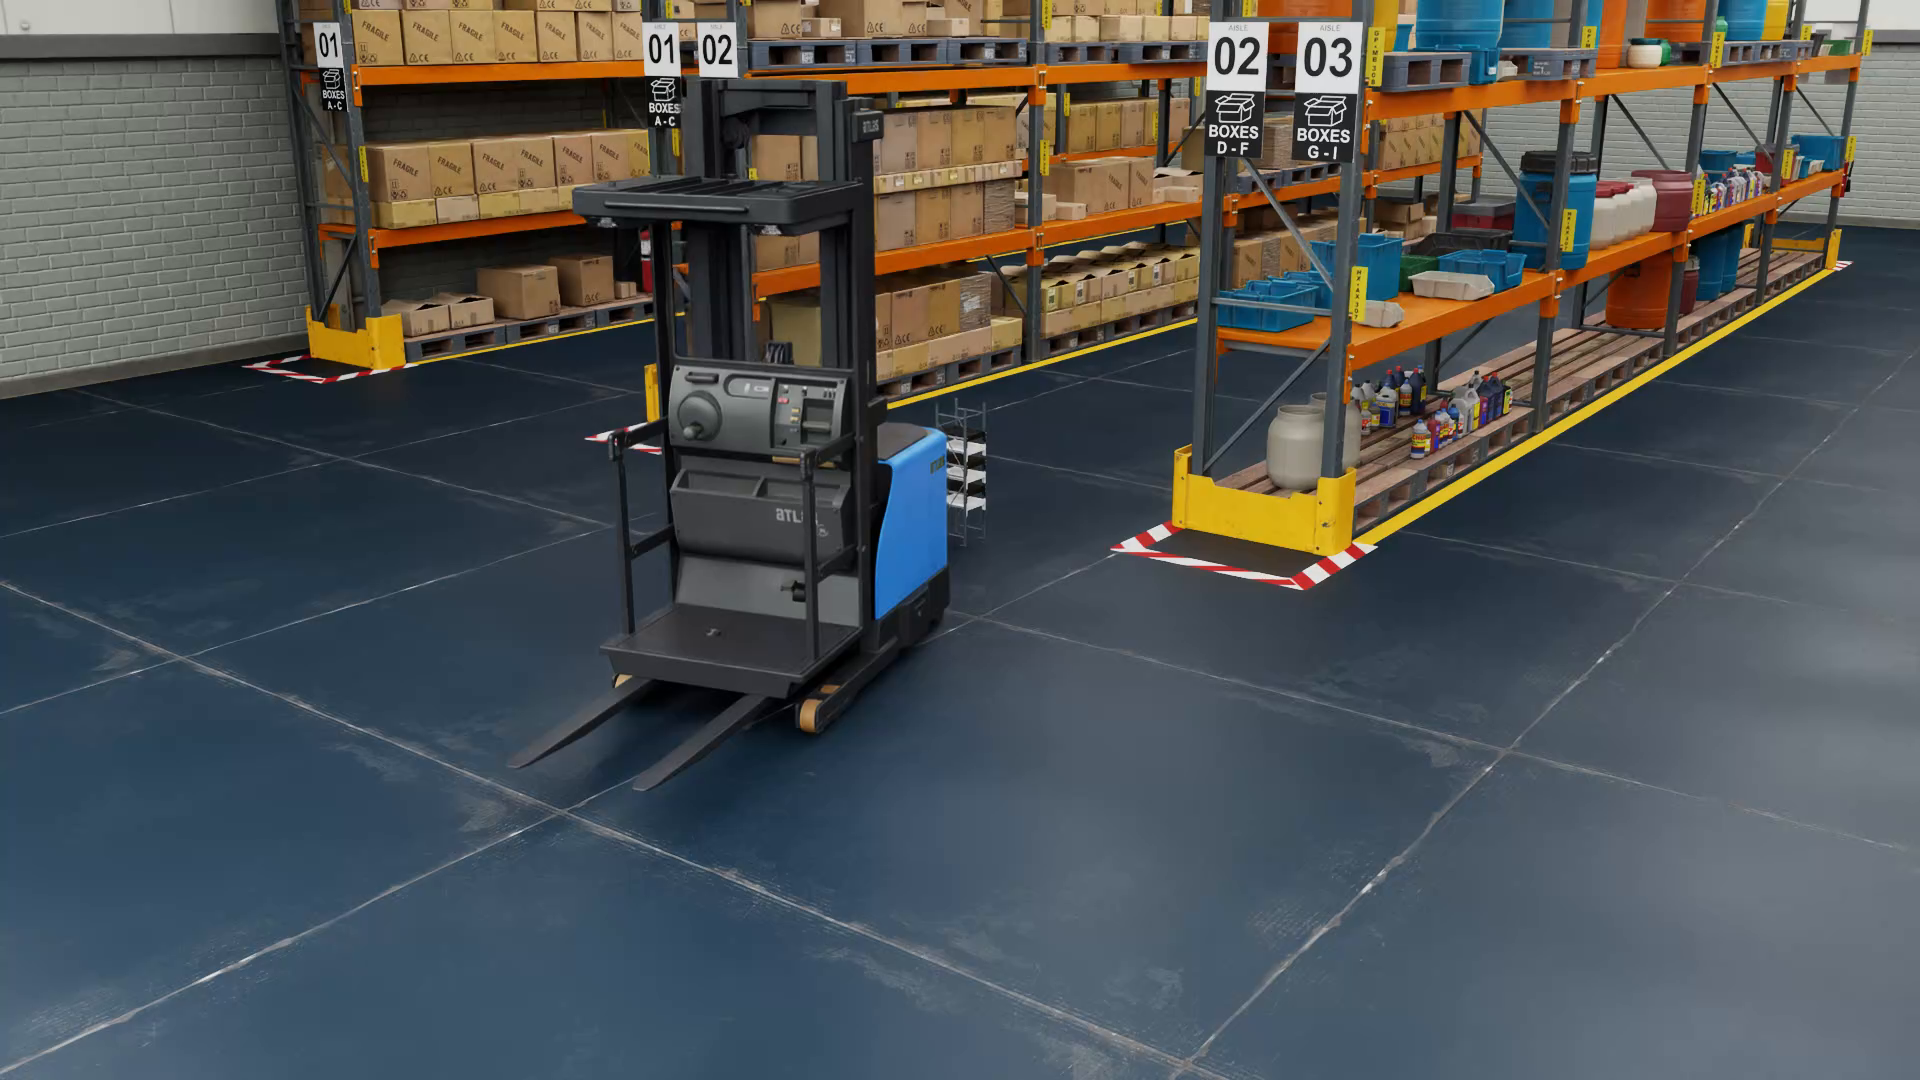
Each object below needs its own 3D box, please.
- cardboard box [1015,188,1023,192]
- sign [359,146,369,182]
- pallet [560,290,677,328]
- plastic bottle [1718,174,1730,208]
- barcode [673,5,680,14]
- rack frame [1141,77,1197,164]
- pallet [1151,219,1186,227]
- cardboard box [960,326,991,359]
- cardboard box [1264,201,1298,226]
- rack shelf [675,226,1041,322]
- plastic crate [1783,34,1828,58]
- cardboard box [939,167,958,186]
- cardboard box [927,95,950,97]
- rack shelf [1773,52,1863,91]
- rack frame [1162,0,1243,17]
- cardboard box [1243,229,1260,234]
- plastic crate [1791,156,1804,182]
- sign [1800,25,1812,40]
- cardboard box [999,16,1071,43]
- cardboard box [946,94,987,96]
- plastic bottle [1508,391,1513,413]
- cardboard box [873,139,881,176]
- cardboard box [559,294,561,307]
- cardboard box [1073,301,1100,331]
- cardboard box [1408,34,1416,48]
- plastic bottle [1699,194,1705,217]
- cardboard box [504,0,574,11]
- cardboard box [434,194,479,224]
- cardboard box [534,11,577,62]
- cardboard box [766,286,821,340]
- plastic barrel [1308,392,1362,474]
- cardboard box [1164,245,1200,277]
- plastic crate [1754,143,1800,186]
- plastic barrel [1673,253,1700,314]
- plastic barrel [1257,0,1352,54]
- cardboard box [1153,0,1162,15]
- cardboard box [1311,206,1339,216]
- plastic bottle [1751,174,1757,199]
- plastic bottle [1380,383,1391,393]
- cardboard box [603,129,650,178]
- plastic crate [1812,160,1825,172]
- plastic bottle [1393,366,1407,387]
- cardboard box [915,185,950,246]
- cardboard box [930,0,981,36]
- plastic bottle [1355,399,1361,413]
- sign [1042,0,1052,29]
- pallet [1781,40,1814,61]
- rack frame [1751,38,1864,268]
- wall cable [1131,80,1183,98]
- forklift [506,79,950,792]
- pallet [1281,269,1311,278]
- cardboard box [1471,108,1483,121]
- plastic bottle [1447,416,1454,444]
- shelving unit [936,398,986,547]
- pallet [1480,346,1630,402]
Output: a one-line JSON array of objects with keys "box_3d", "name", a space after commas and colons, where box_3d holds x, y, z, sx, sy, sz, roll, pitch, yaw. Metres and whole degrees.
[{"box_3d": [0.732, -3.448, 17.017, 0.396, 0.266, 0.258, 12, 21, 33], "name": "cardboard box"}, {"box_3d": [-5.573, -3.510, 15.529, 0.100, 0.325, 0.005, 12, 21, 35], "name": "sign"}, {"box_3d": [-3.997, -2.647, 18.912, 1.003, 0.211, 1.213, 12, 21, 35], "name": "pallet"}, {"box_3d": [8.157, -3.737, 17.803, 0.144, 0.351, 0.185, 12, 21, 35], "name": "plastic bottle"}, {"box_3d": [-2.235, -4.185, 13.125, 0.001, 0.075, 0.075, 12, 21, 35], "name": "barcode"}, {"box_3d": [3.525, -7.003, 28.237, 1.000, 3.000, 0.127, 12, 21, 35], "name": "rack frame"}, {"box_3d": [3.111, -5.467, 27.993, 1.003, 0.211, 1.213, 12, 21, 35], "name": "pallet"}, {"box_3d": [-0.051, -1.892, 15.705, 0.500, 0.250, 0.500, 12, 21, 35], "name": "cardboard box"}, {"box_3d": [4.042, -4.240, 21.549, 0.500, 0.250, 0.500, 12, 21, 35], "name": "cardboard box"}, {"box_3d": [-0.836, -2.451, 14.791, 1.077, 0.370, 4.000, 12, 21, 35], "name": "rack shelf"}, {"box_3d": [10.058, -5.917, 19.903, 0.497, 0.269, 0.590, 12, 21, 35], "name": "plastic crate"}, {"box_3d": [-0.242, -3.283, 14.997, 0.380, 0.149, 0.250, 12, 21, 34], "name": "cardboard box"}, {"box_3d": [-0.257, -6.175, 23.602, 0.500, 0.250, 0.500, 12, 21, 33], "name": "cardboard box"}, {"box_3d": [10.290, -5.865, 20.728, 1.077, 0.370, 4.000, 12, 21, 35], "name": "rack shelf"}, {"box_3d": [2.739, -7.088, 18.396, 1.000, 3.000, 0.127, 12, 21, 35], "name": "rack frame"}, {"box_3d": [3.416, -3.627, 20.839, 0.500, 0.500, 0.500, 12, 21, 33], "name": "cardboard box"}, {"box_3d": [10.156, -4.603, 20.607, 0.437, 0.282, 0.530, 12, 21, 35], "name": "plastic crate"}, {"box_3d": [9.539, -5.639, 18.772, 0.100, 0.325, 0.005, 12, 21, 35], "name": "sign"}, {"box_3d": [0.730, -4.977, 16.200, 0.500, 0.250, 0.500, 15, 23, 40], "name": "cardboard box"}, {"box_3d": [0.057, -6.298, 23.999, 0.500, 0.250, 0.500, 12, 21, 33], "name": "cardboard box"}, {"box_3d": [4.365, -1.127, 13.291, 0.097, 0.201, 0.097, 0, 17, 0], "name": "plastic bottle"}, {"box_3d": [-1.099, -3.353, 14.128, 0.700, 0.500, 0.500, 13, 21, 35], "name": "cardboard box"}, {"box_3d": [-4.594, -2.616, 18.176, 0.380, 0.149, 0.250, 10, 20, 30], "name": "cardboard box"}, {"box_3d": [1.100, -2.332, 17.123, 0.500, 0.250, 0.500, 13, 22, 36], "name": "cardboard box"}, {"box_3d": [5.912, -6.727, 22.544, 0.500, 0.250, 0.500, 12, 21, 35], "name": "cardboard box"}, {"box_3d": [7.508, -3.444, 16.985, 0.152, 0.276, 0.135, 12, 21, 35], "name": "plastic bottle"}, {"box_3d": [-4.327, -5.686, 17.051, 0.500, 0.500, 0.500, 12, 21, 33], "name": "cardboard box"}, {"box_3d": [-5.165, -3.317, 16.585, 0.500, 0.250, 0.500, 12, 21, 33], "name": "cardboard box"}, {"box_3d": [-4.339, -5.214, 17.216, 0.500, 0.500, 0.500, 11, 21, 33], "name": "cardboard box"}, {"box_3d": [-1.363, -1.984, 14.740, 0.500, 0.500, 0.500, 12, 21, 35], "name": "cardboard box"}, {"box_3d": [2.577, -0.744, 11.568, 0.421, 0.512, 0.421, 0, 17, 0], "name": "plastic barrel"}, {"box_3d": [2.624, -3.210, 19.006, 0.500, 0.311, 0.500, 13, 22, 36], "name": "cardboard box"}, {"box_3d": [9.831, -4.527, 20.056, 0.402, 0.464, 0.583, 12, 21, 35], "name": "plastic crate"}, {"box_3d": [7.665, -2.785, 18.011, 0.600, 0.588, 0.708, 12, 21, 35], "name": "plastic barrel"}, {"box_3d": [2.135, -3.418, 10.203, 0.600, 0.830, 0.708, 12, 21, 35], "name": "plastic barrel"}, {"box_3d": [3.001, -8.631, 26.532, 0.500, 0.500, 0.500, 13, 22, 36], "name": "cardboard box"}, {"box_3d": [5.234, -4.378, 23.257, 0.500, 0.500, 0.500, 12, 21, 35], "name": "cardboard box"}, {"box_3d": [8.905, -4.003, 18.784, 0.152, 0.276, 0.135, 12, 21, 35], "name": "plastic bottle"}, {"box_3d": [3.347, -1.096, 13.074, 0.097, 0.271, 0.097, 0, 17, 0], "name": "plastic bottle"}, {"box_3d": [-3.658, -4.274, 18.403, 0.500, 0.500, 0.500, 12, 21, 35], "name": "cardboard box"}, {"box_3d": [11.141, -4.929, 21.902, 0.396, 0.136, 0.243, 12, 21, 35], "name": "plastic crate"}, {"box_3d": [3.517, -1.221, 13.341, 0.144, 0.351, 0.185, 13, 22, 36], "name": "plastic bottle"}, {"box_3d": [-0.515, -2.966, 15.068, 0.700, 0.500, 0.500, 13, 21, 35], "name": "cardboard box"}, {"box_3d": [-0.156, -4.945, 15.439, 0.500, 0.500, 0.500, 15, 22, 39], "name": "cardboard box"}, {"box_3d": [2.948, -0.906, 12.442, 0.061, 0.283, 0.133, 12, 21, 35], "name": "plastic bottle"}, {"box_3d": [0.802, -4.890, 15.370, 0.100, 0.325, 0.005, 12, 21, 35], "name": "sign"}, {"box_3d": [8.709, -5.438, 18.458, 1.213, 0.211, 1.003, 12, 21, 35], "name": "pallet"}, {"box_3d": [11.481, -5.253, 22.600, 1.000, 3.000, 0.127, 12, 21, 35], "name": "rack frame"}, {"box_3d": [3.528, -7.960, 29.607, 0.084, 1.984, 1.851, 12, 21, 35], "name": "wall cable"}, {"box_3d": [-1.053, -0.627, 7.820, 1.130, 2.935, 3.031, 6, 18, 20], "name": "forklift"}, {"box_3d": [3.941, -3.352, 21.182, 1.003, 0.211, 1.213, 12, 21, 35], "name": "pallet"}, {"box_3d": [7.461, -6.499, 24.761, 0.500, 0.500, 0.500, 12, 21, 34], "name": "cardboard box"}, {"box_3d": [3.601, -0.821, 12.307, 0.097, 0.201, 0.097, 0, 17, 0], "name": "plastic bottle"}, {"box_3d": [0.005, -0.432, 10.617, 0.258, 0.900, 0.210, 12, 21, 35], "name": "shelving unit"}, {"box_3d": [5.494, -1.548, 15.374, 1.003, 0.211, 1.213, 12, 21, 35], "name": "pallet"}]
